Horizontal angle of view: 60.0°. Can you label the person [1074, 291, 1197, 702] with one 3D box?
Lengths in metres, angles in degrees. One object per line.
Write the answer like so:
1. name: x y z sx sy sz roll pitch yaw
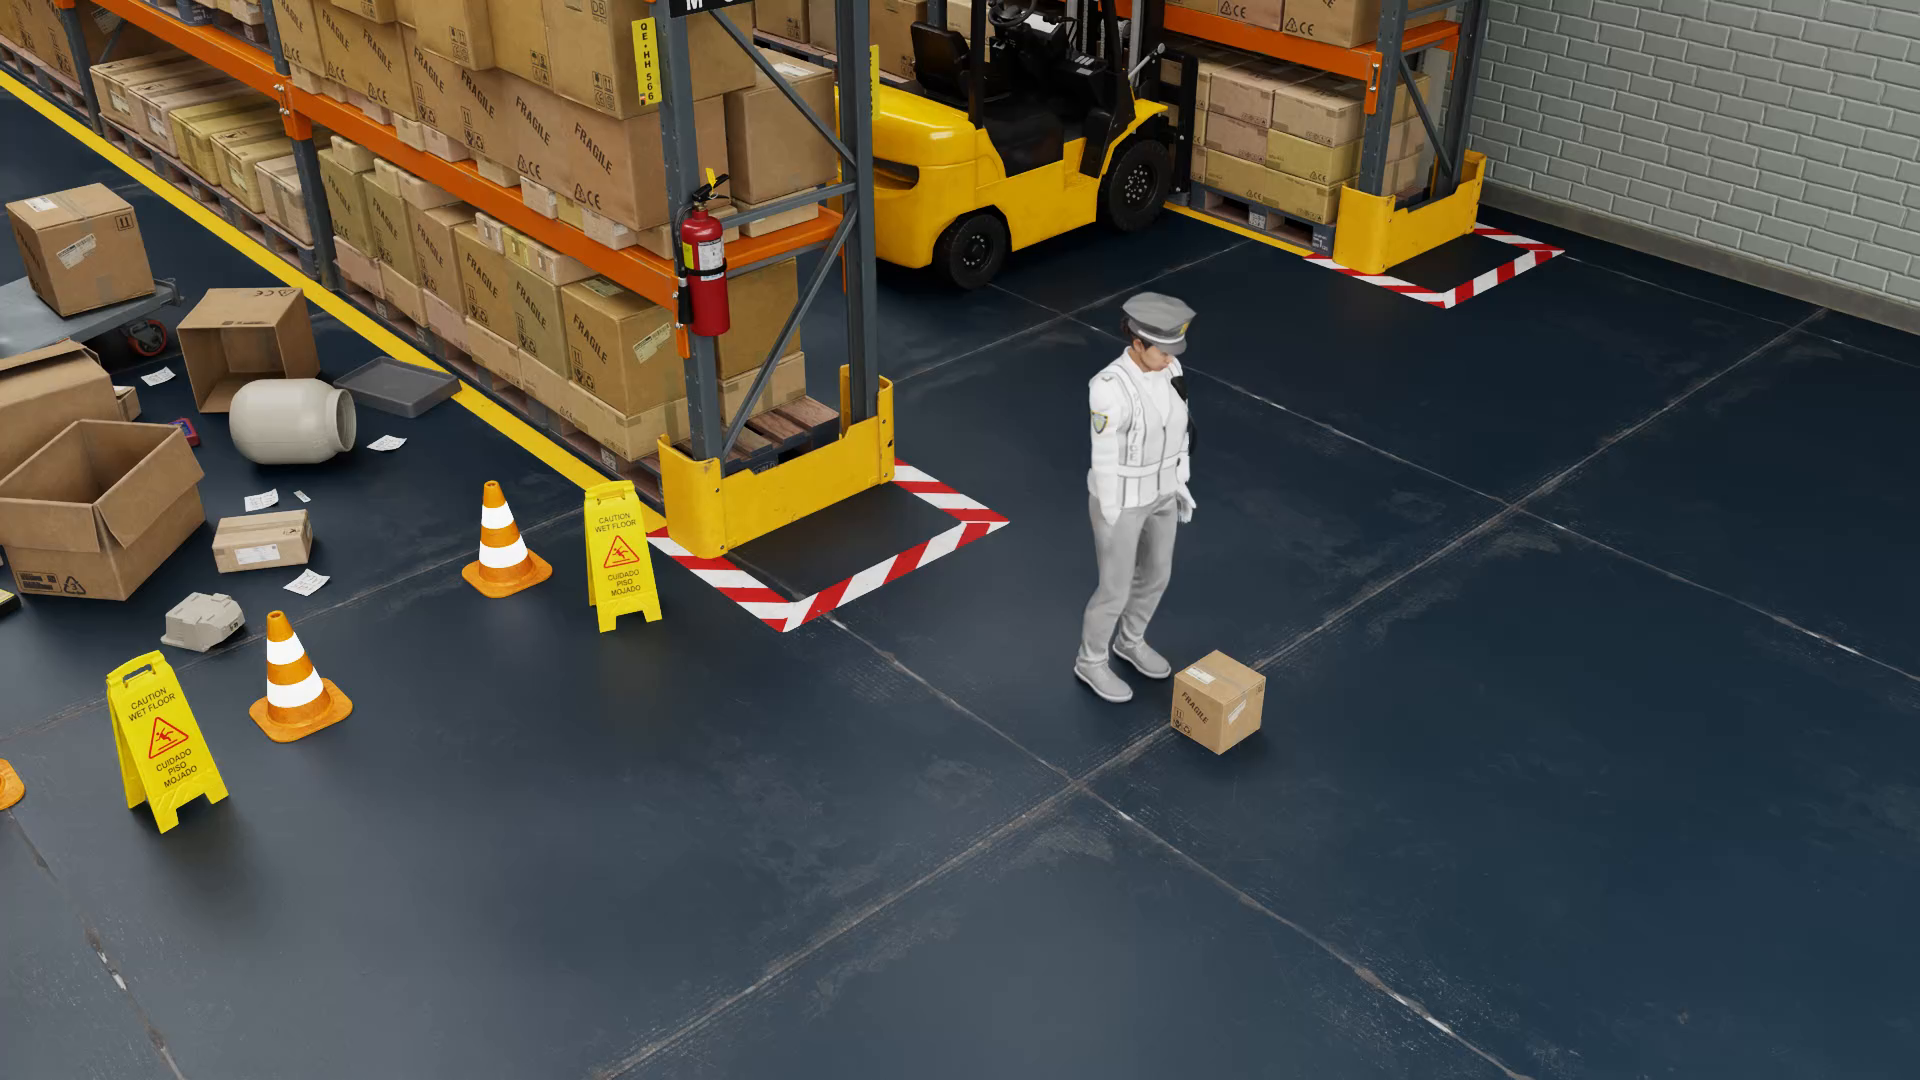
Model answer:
1. person: 0.689 -0.162 6.406 0.474 1.661 0.327 -25 40 -34
